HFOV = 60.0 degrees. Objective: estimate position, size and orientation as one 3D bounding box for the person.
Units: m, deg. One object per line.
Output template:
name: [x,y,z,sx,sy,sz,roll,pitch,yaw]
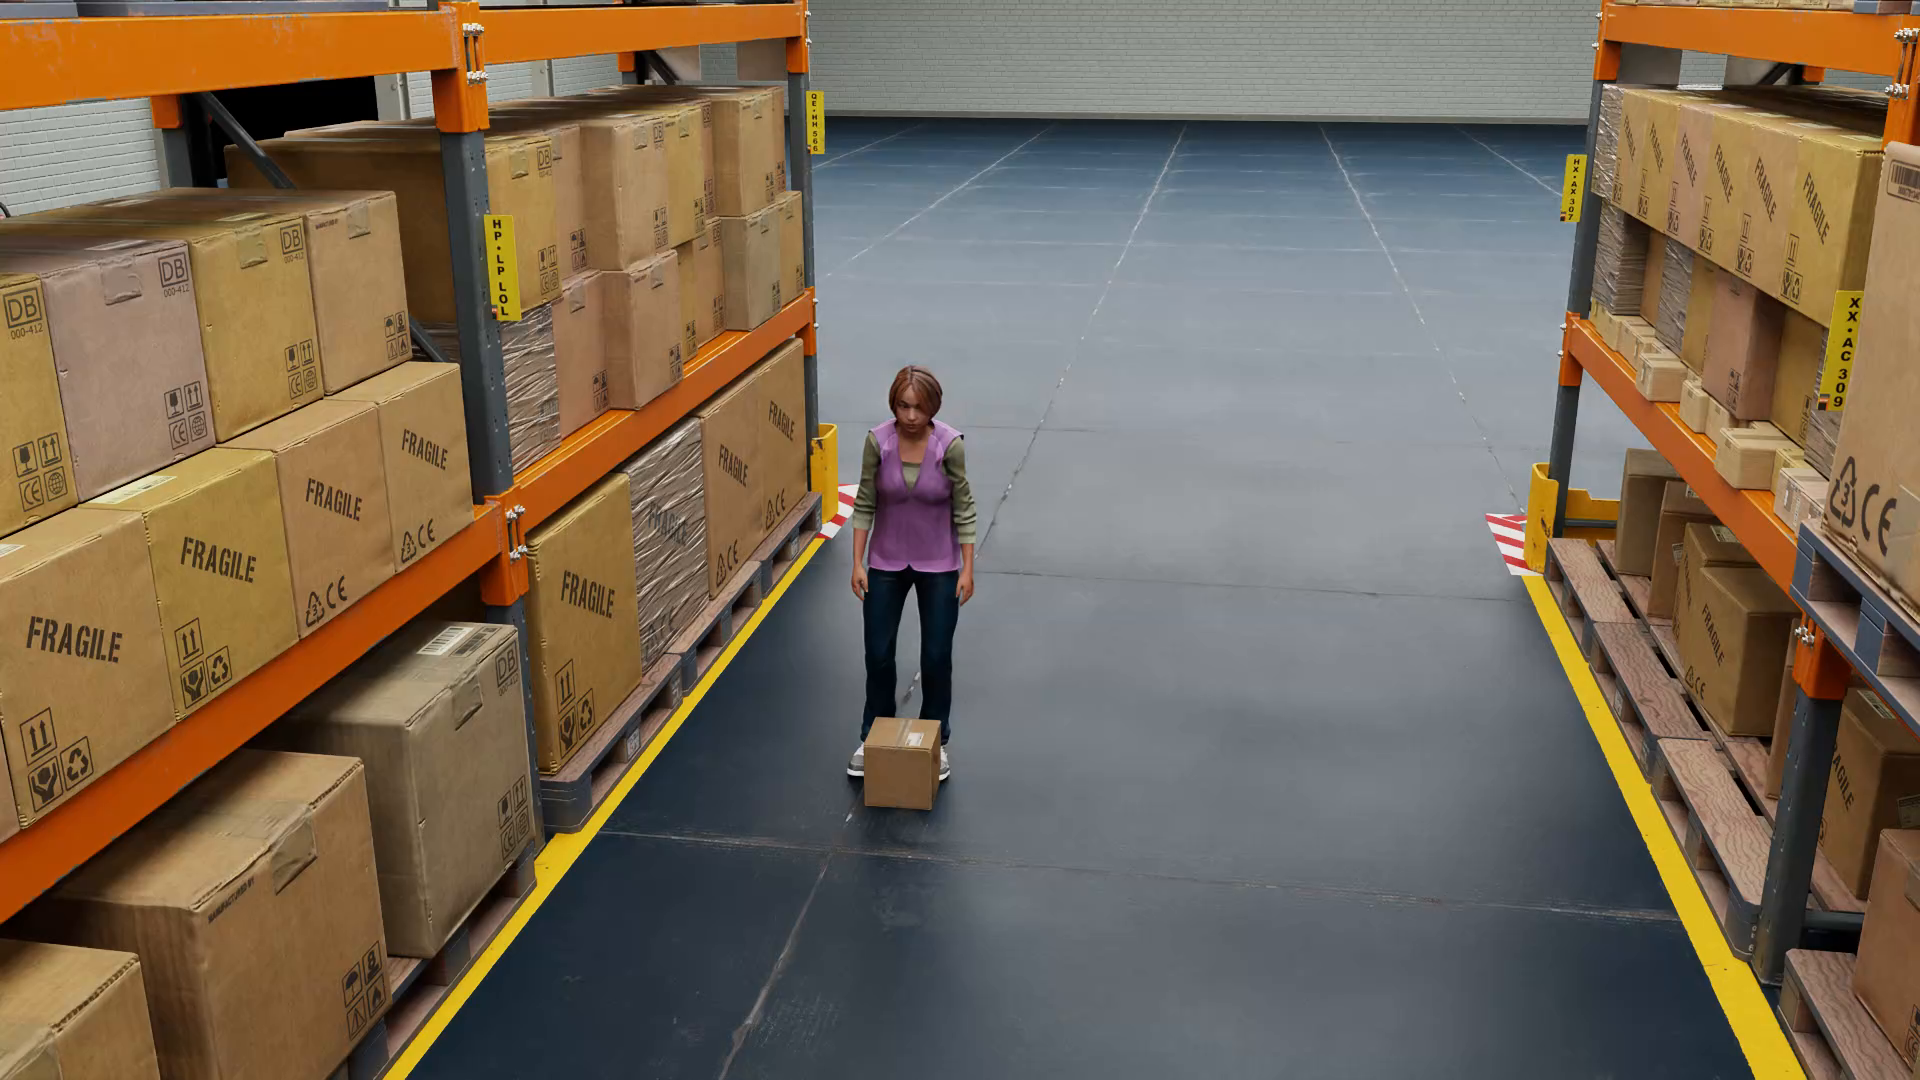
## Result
person: [-0.180,0.120,6.208,0.485,1.593,0.342,2,18,6]
